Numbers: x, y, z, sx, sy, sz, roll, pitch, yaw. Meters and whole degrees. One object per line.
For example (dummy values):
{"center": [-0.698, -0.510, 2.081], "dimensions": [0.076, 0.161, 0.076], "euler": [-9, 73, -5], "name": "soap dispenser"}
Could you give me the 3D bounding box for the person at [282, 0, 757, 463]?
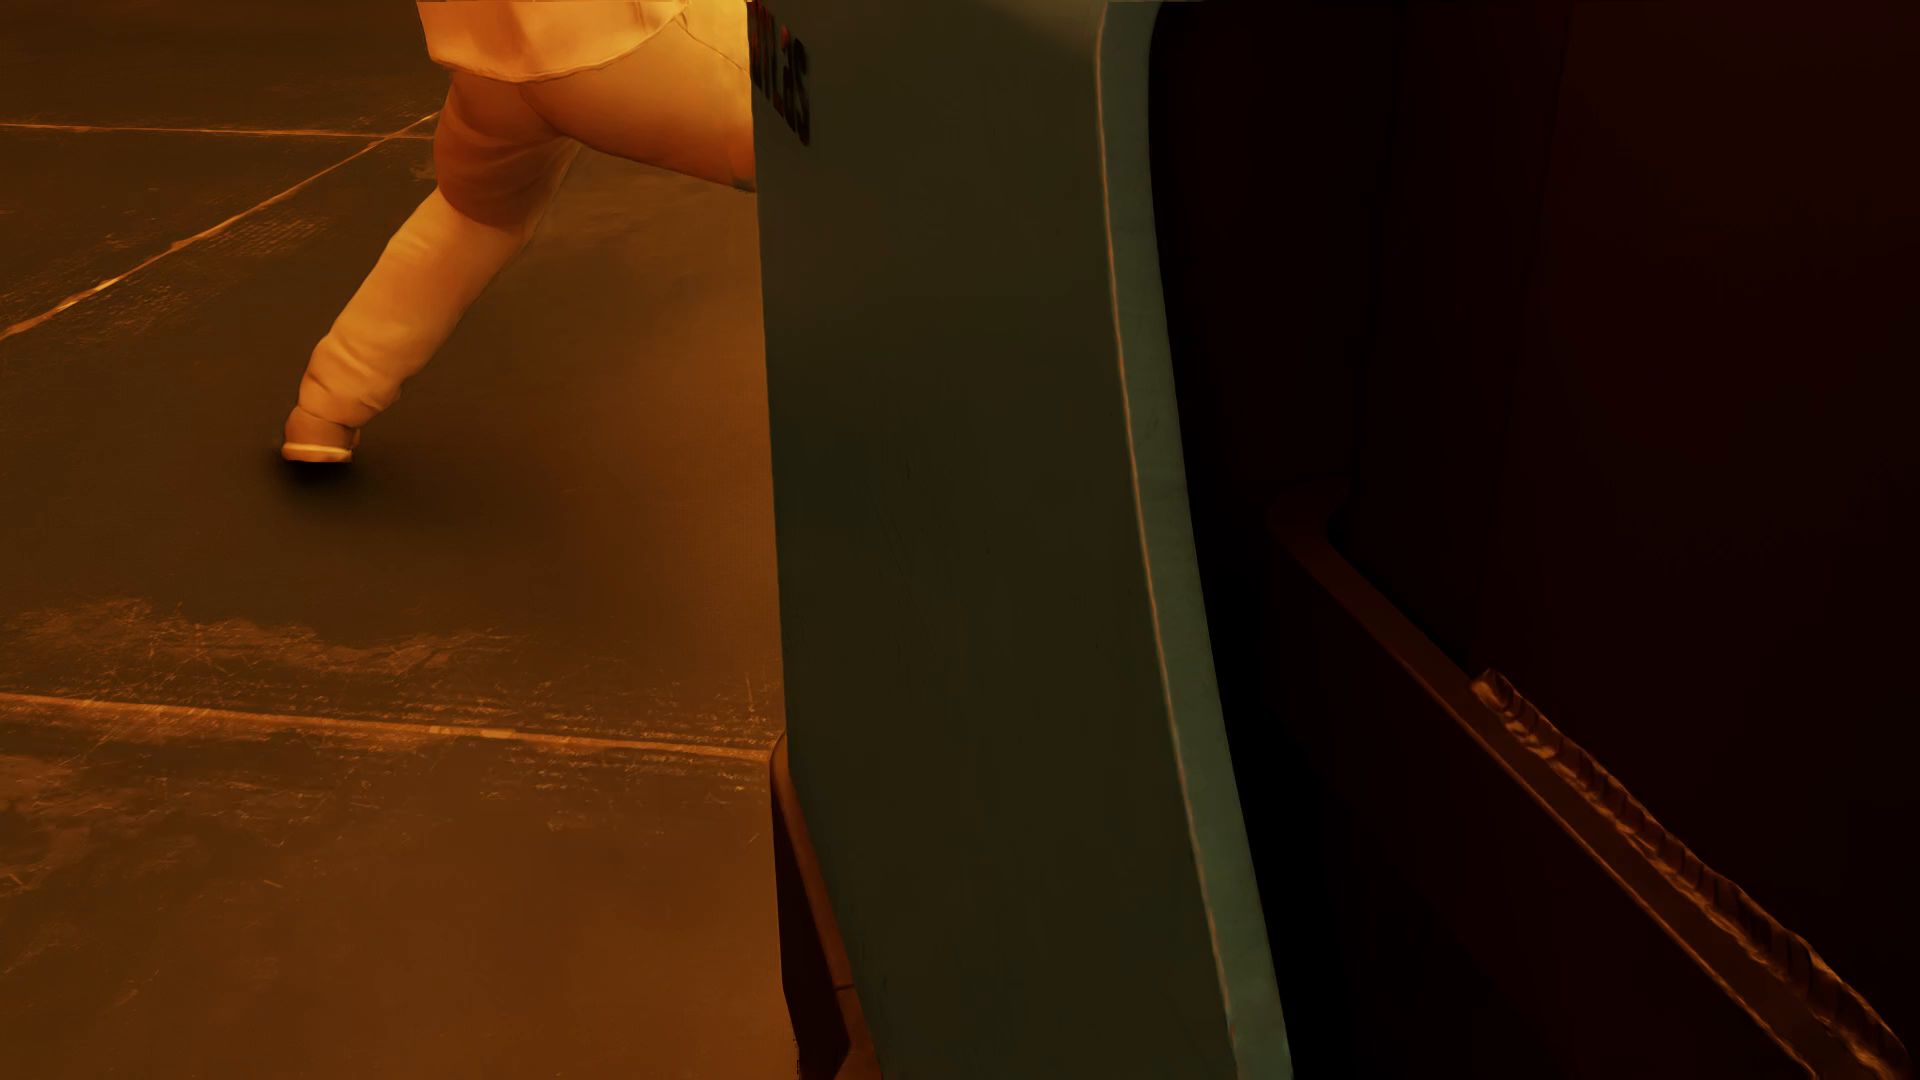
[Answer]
{"center": [-0.515, -0.840, 2.461], "dimensions": [1.061, 1.583, 0.975], "euler": [22, 34, 37], "name": "person"}
